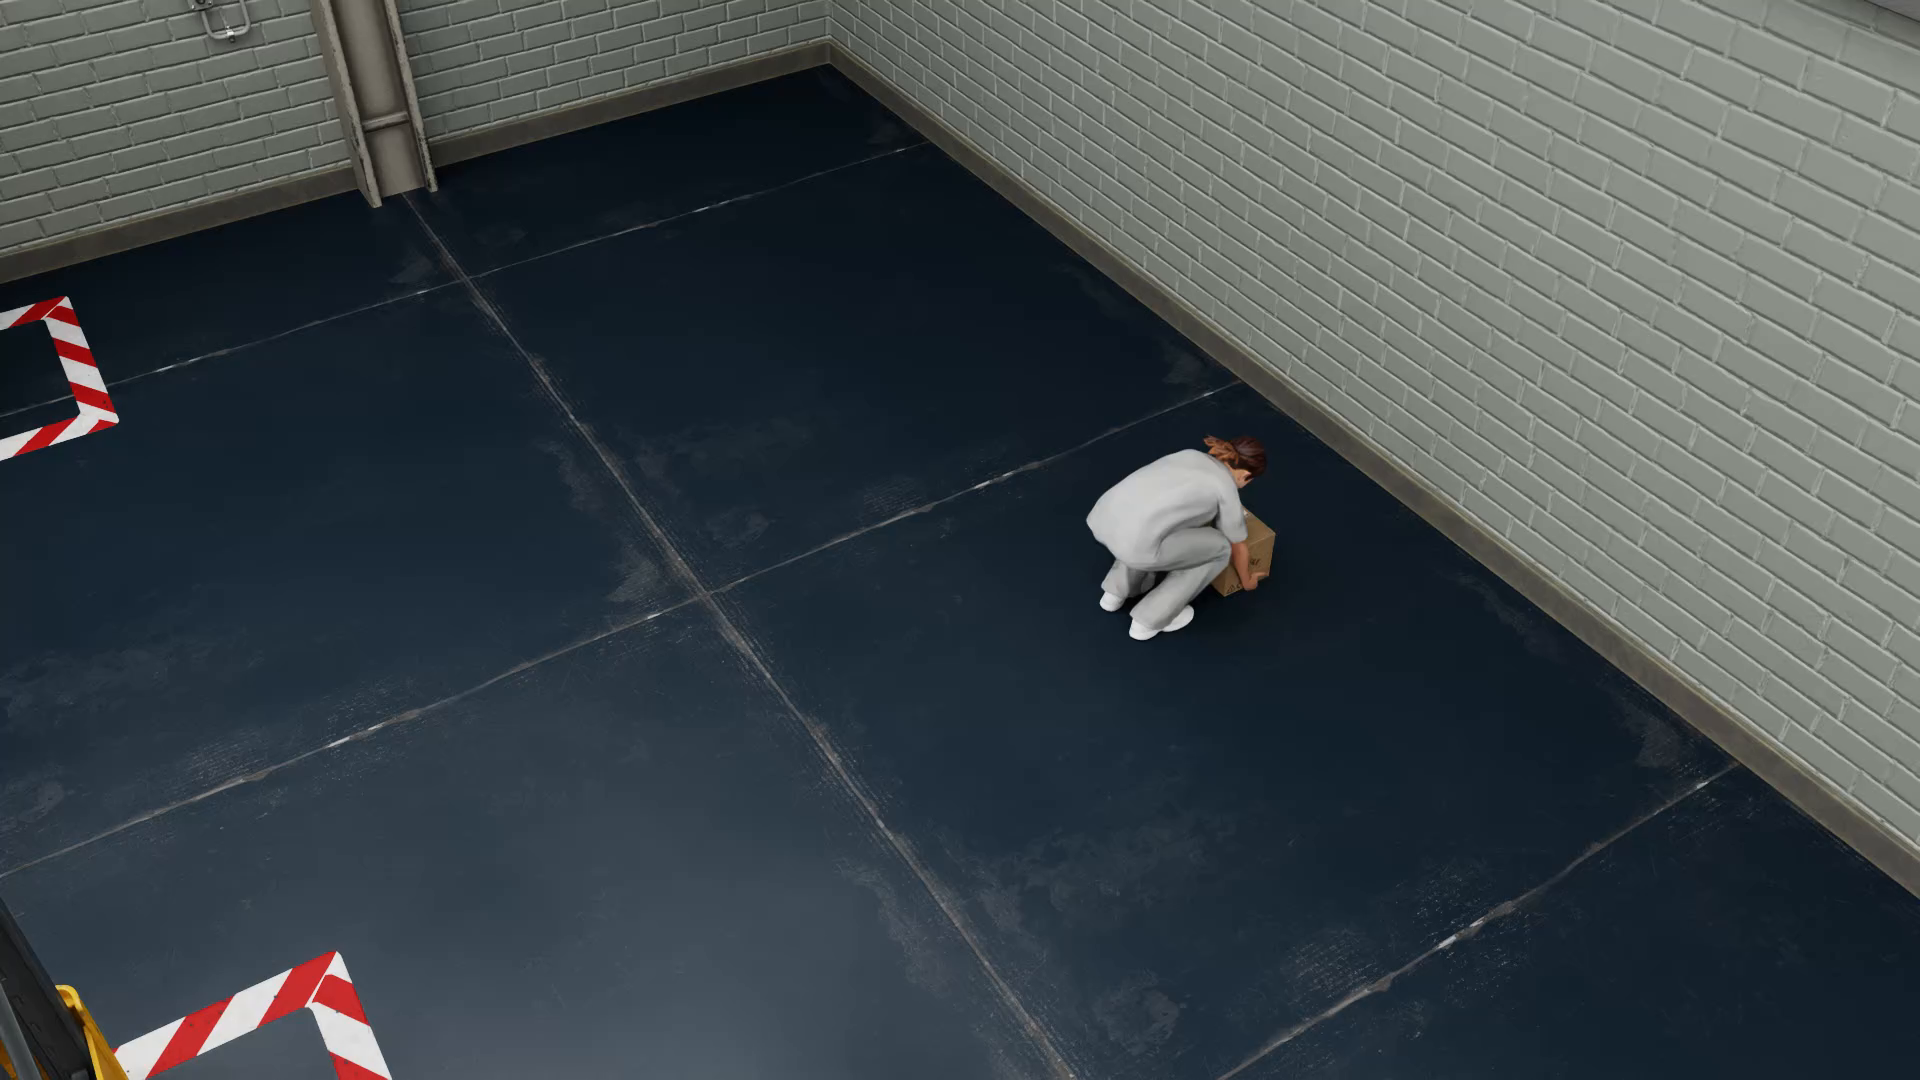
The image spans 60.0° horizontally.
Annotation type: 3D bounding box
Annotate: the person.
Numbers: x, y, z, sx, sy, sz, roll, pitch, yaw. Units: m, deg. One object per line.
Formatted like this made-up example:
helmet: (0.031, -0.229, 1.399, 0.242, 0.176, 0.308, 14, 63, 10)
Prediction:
person: (0.916, -0.032, 6.918, 0.867, 0.761, 0.460, -24, 46, -25)
